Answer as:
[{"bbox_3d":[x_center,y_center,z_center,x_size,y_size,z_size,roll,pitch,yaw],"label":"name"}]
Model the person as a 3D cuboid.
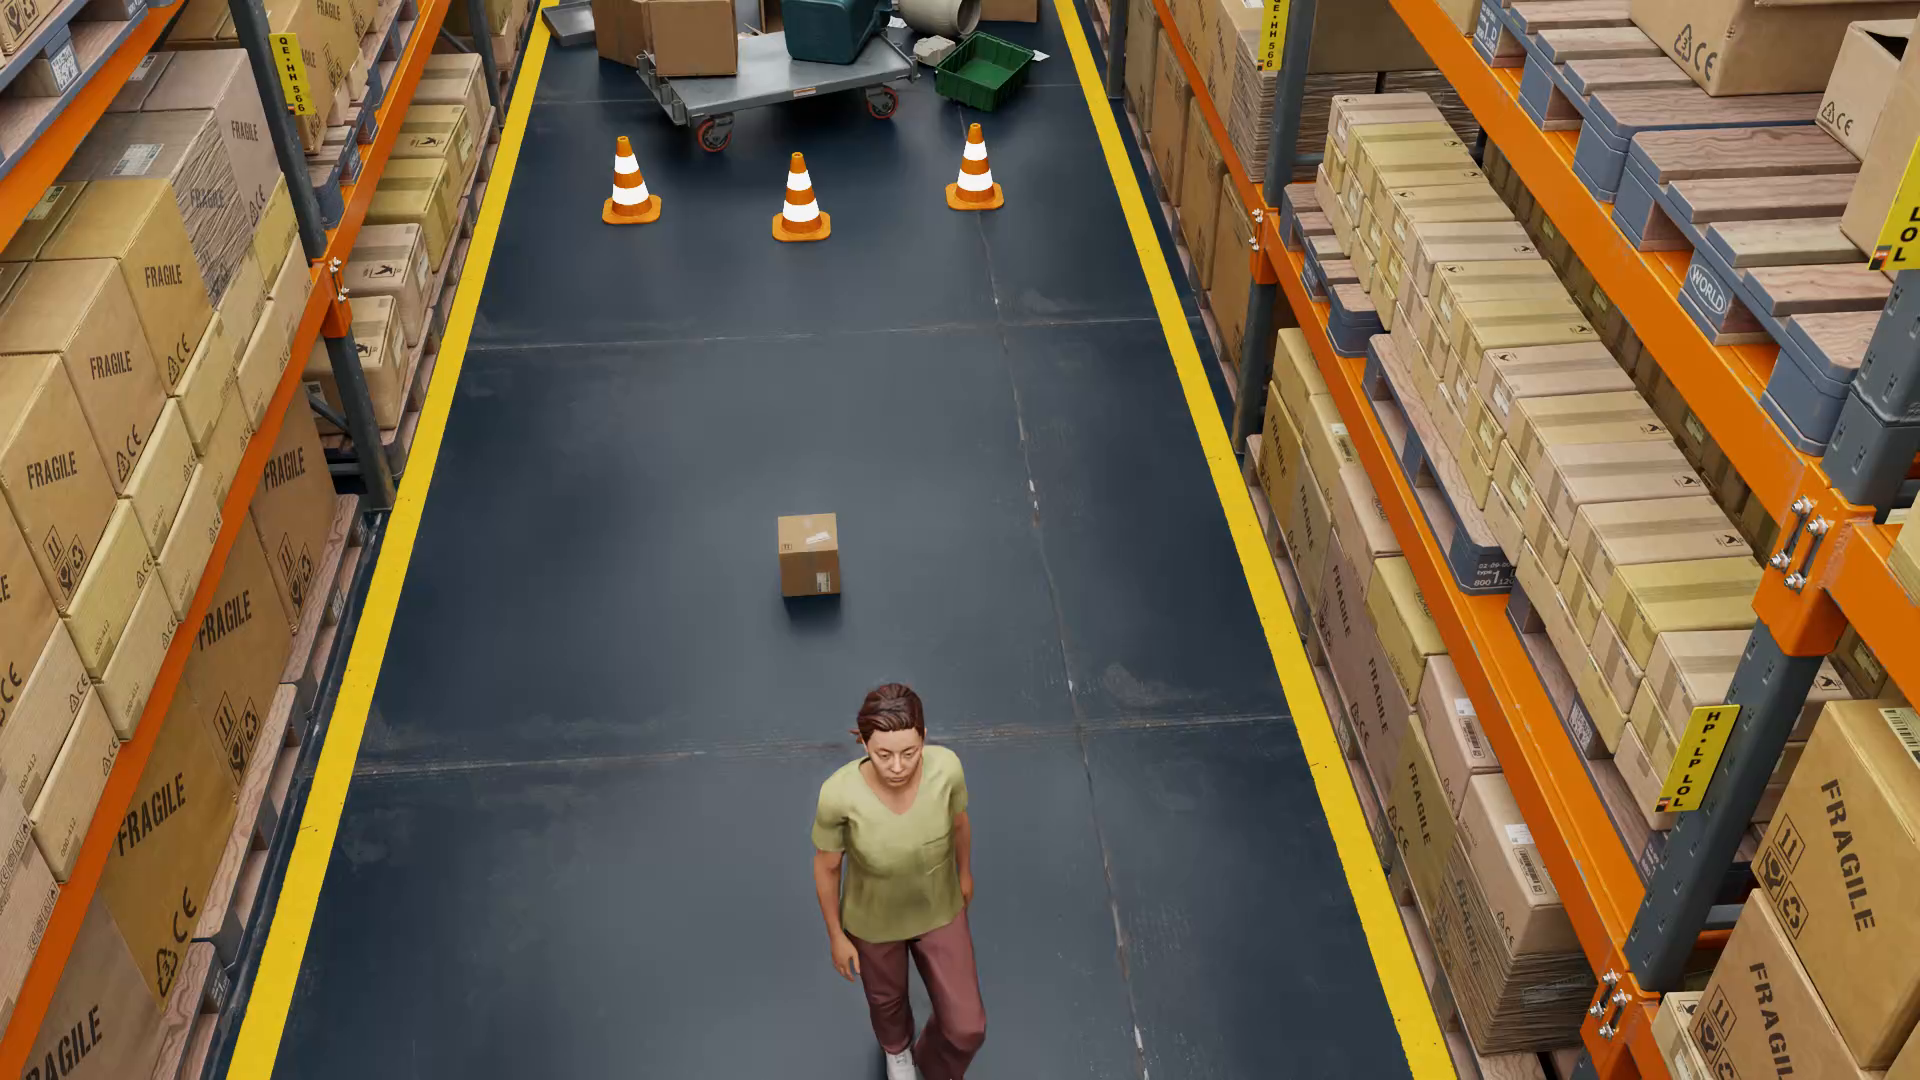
[{"bbox_3d":[-0.165,1.111,4.798,0.478,1.717,0.503,-8,40,-10],"label":"person"}]
